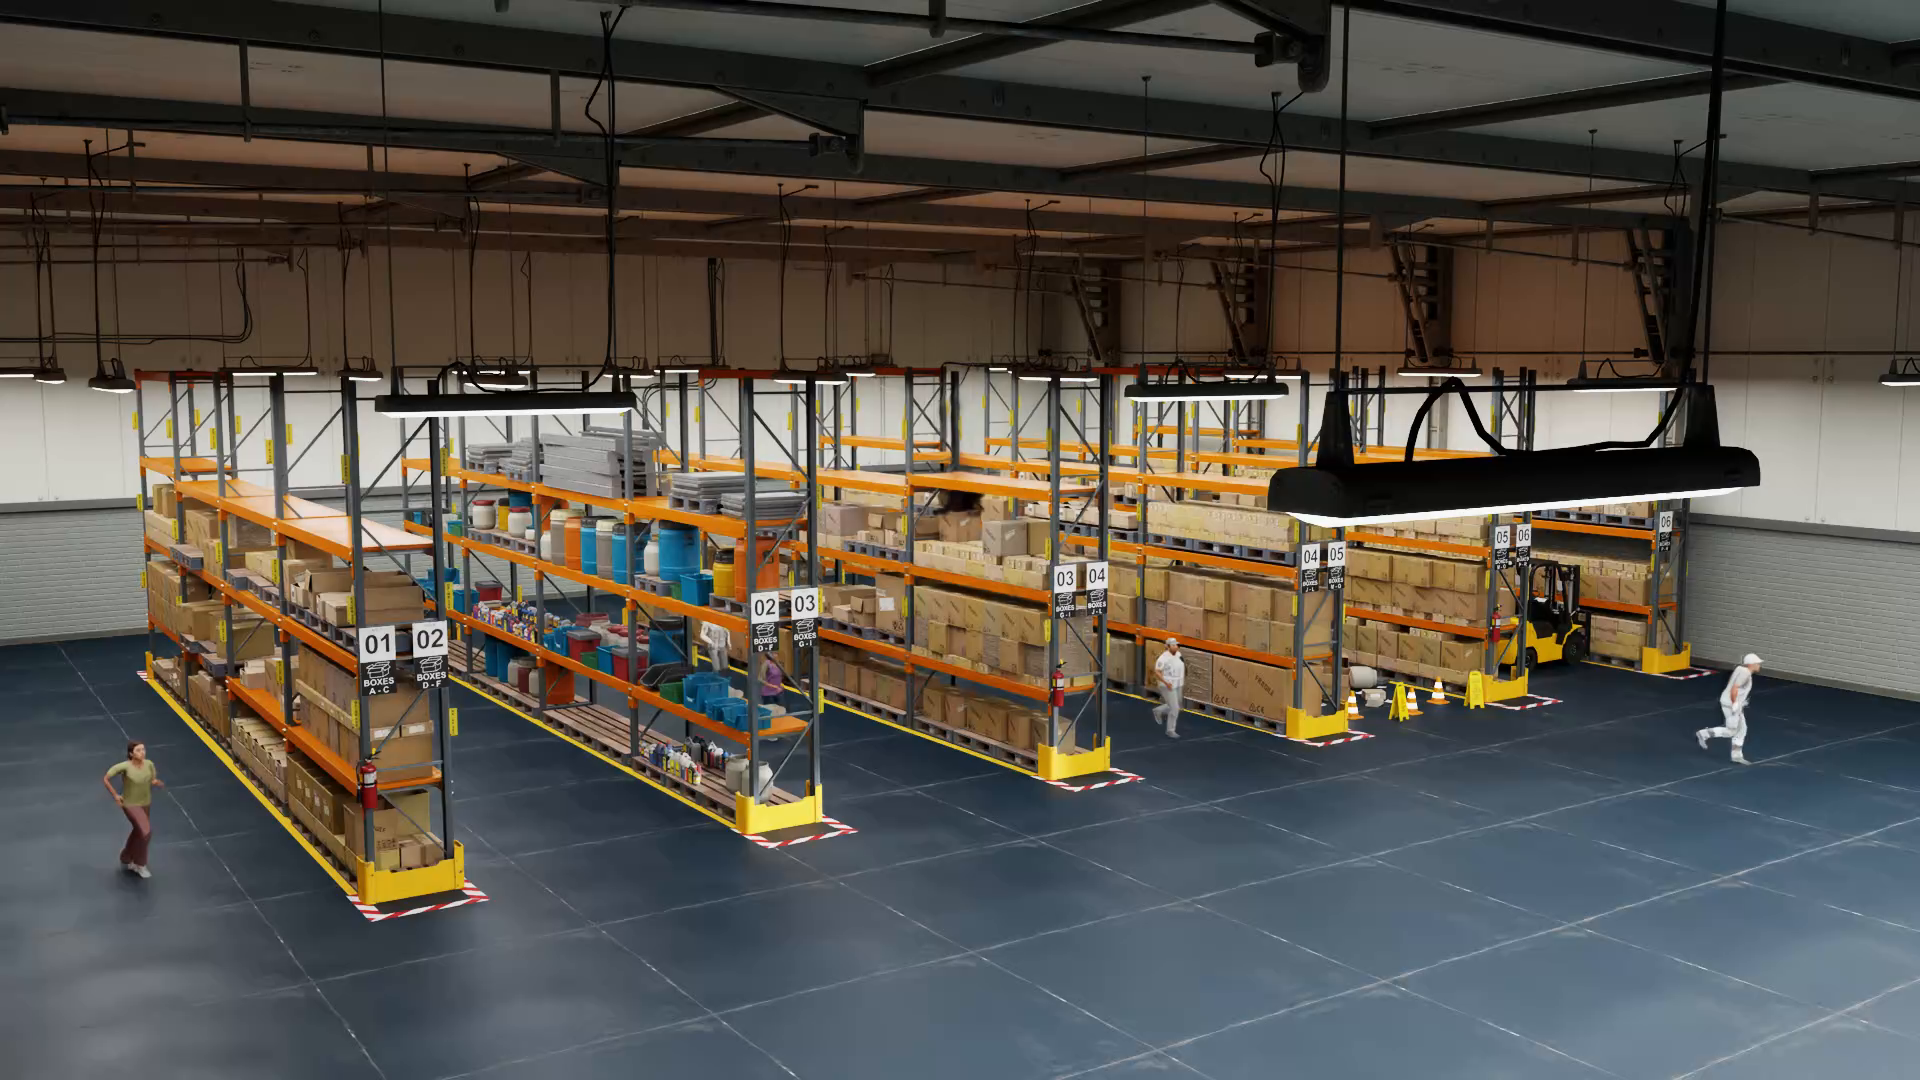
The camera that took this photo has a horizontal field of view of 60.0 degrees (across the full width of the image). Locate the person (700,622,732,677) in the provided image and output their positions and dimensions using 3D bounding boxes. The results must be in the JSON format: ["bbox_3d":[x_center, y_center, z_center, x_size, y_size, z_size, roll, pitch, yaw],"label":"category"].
[{"bbox_3d":[-4.562,2.009,31.153,0.616,1.660,0.554,-4,8,-31],"label":"person"}]

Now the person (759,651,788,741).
[{"bbox_3d":[-3.034,2.506,27.030,0.523,1.562,0.538,5,8,37],"label":"person"}]

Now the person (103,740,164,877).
[{"bbox_3d":[-9.973,3.251,20.129,0.742,1.695,0.578,3,7,27],"label":"person"}]

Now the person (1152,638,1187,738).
[{"bbox_3d":[3.431,2.423,27.589,0.611,1.669,0.658,-5,8,-40],"label":"person"}]

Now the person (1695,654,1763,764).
[{"bbox_3d":[11.905,2.598,25.763,0.920,1.723,0.659,2,7,14],"label":"person"}]
